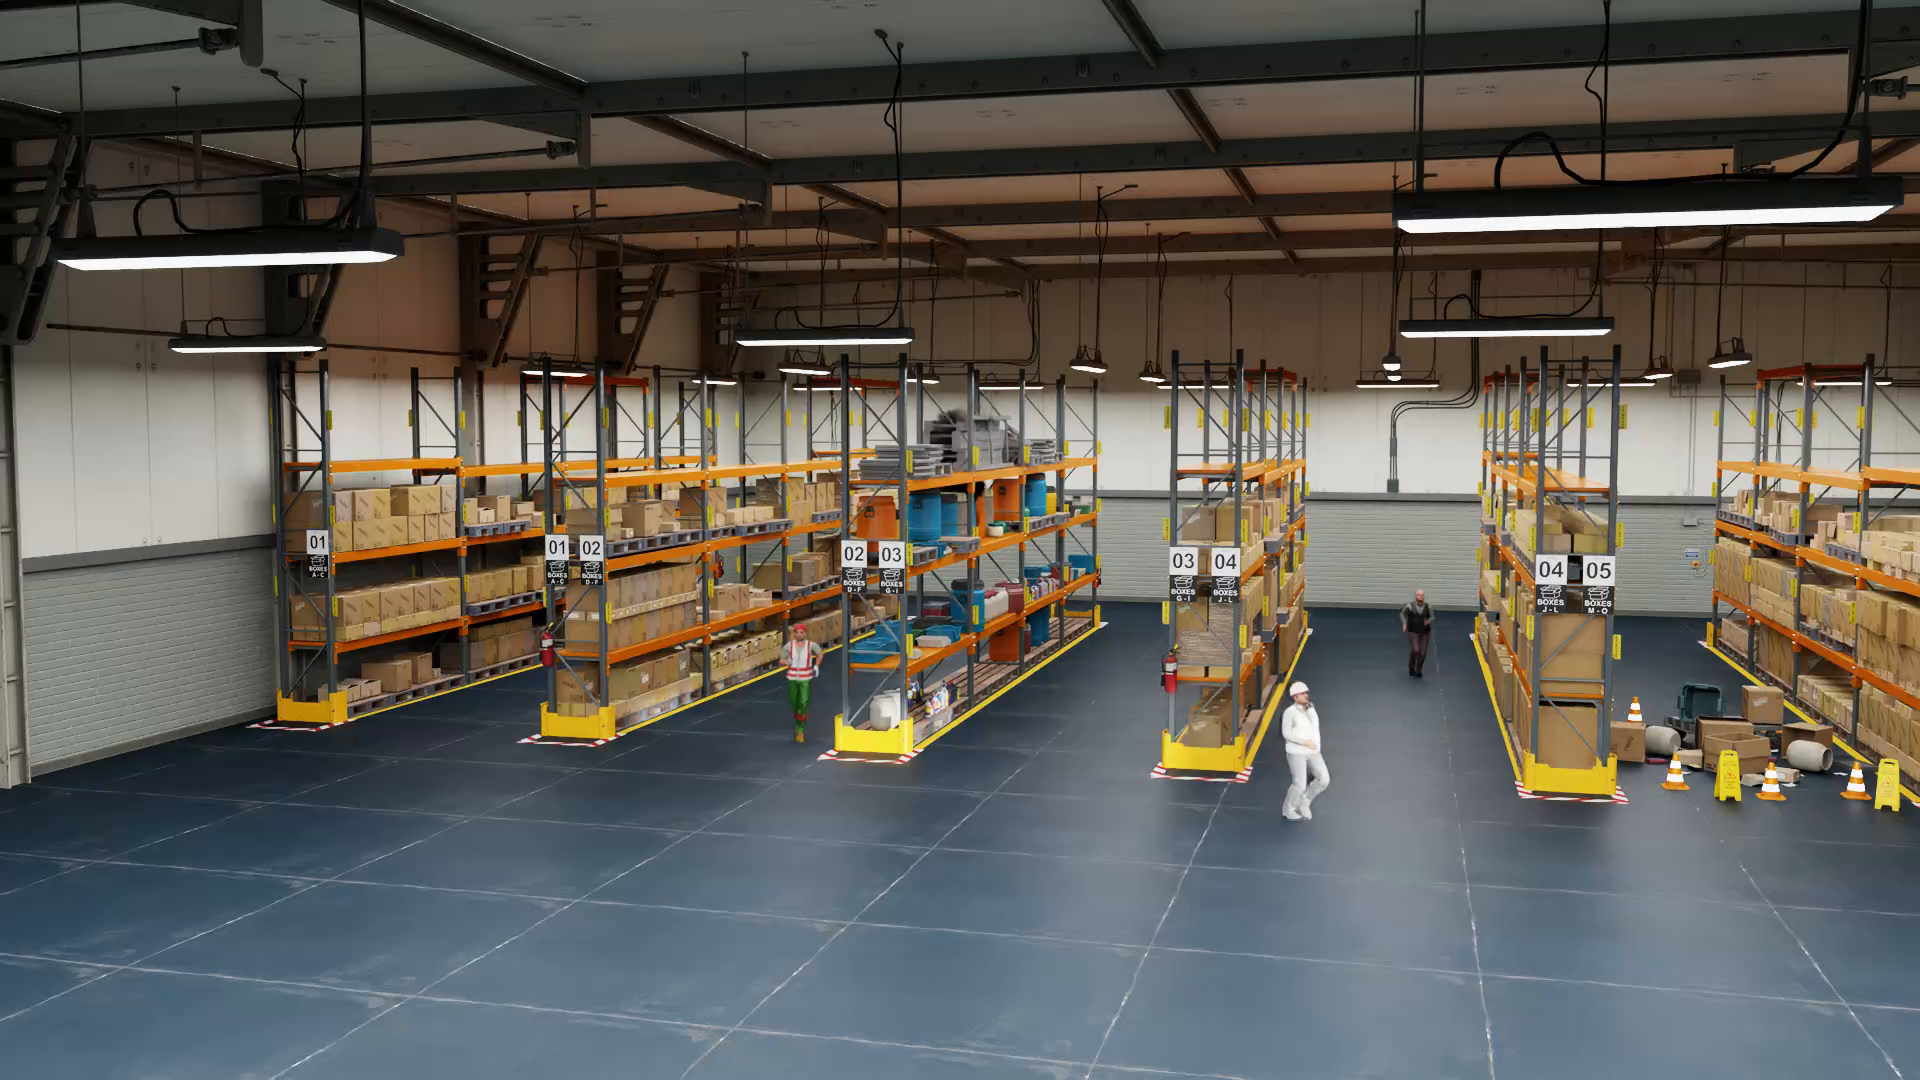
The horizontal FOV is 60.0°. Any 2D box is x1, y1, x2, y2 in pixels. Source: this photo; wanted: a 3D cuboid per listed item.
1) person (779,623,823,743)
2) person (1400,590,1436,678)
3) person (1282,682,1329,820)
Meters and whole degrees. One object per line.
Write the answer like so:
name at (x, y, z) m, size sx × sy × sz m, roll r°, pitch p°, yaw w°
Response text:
person at (-2.510, 2.202, 26.043) m, size 0.648 × 1.801 × 0.877 m, roll 0°, pitch 4°, yaw 5°
person at (8.904, 1.824, 32.278) m, size 0.633 × 1.703 × 0.683 m, roll 0°, pitch 4°, yaw 2°
person at (4.293, 2.635, 20.734) m, size 0.662 × 1.735 × 0.618 m, roll -3°, pitch 5°, yaw -33°
